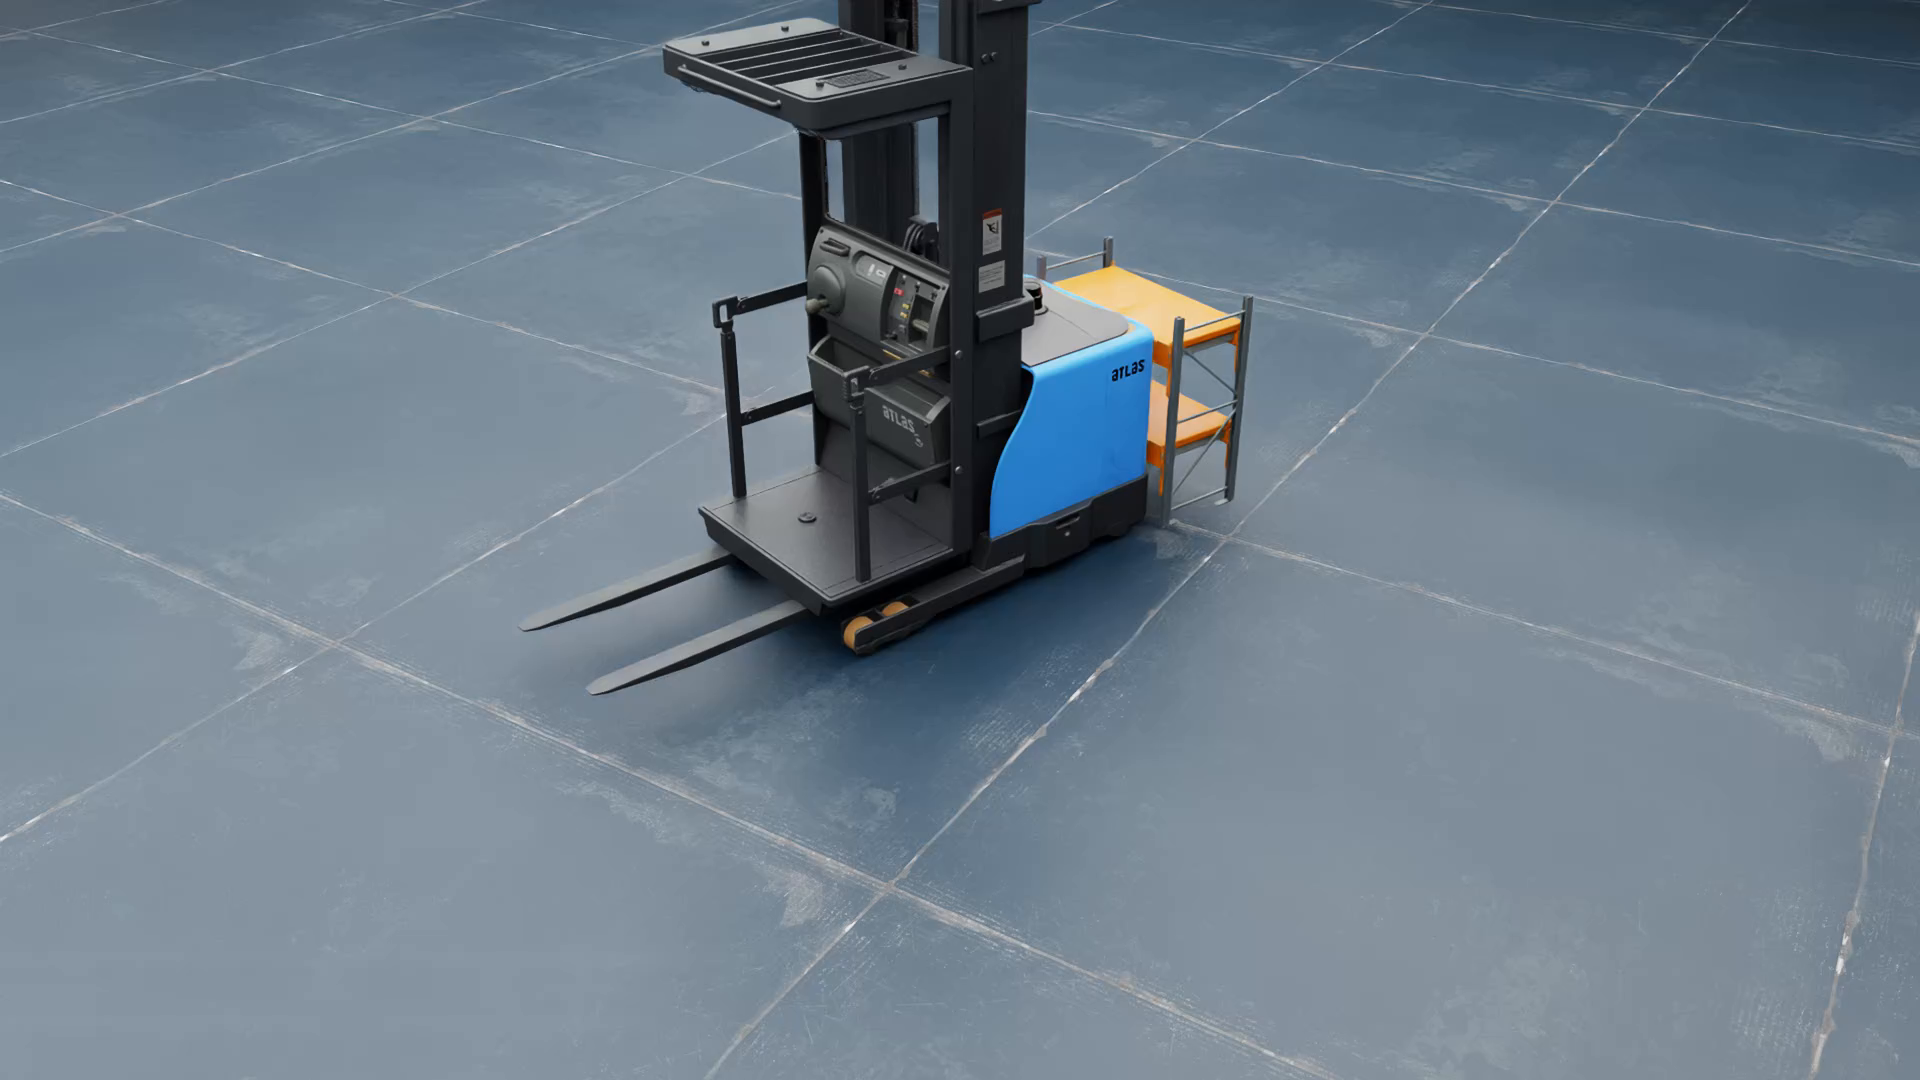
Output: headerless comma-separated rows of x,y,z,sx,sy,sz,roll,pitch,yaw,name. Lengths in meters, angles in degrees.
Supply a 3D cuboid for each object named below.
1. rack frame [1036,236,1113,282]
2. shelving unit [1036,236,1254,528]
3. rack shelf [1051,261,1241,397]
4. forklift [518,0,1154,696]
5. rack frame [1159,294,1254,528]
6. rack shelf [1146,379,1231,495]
0.597,-1.035,8.905,0.500,1.125,0.032,-21,36,-32,rack frame
0.904,-0.831,8.555,0.538,1.125,1.048,-21,36,-32,shelving unit
0.905,-1.084,8.408,0.538,0.278,1.000,-21,36,-32,rack shelf
-0.528,-1.058,7.154,3.031,2.935,1.130,-22,37,-33,forklift
1.211,-0.626,8.205,0.500,1.125,0.032,-21,36,-32,rack frame
0.903,-0.619,8.678,0.538,0.278,1.000,-21,36,-32,rack shelf
